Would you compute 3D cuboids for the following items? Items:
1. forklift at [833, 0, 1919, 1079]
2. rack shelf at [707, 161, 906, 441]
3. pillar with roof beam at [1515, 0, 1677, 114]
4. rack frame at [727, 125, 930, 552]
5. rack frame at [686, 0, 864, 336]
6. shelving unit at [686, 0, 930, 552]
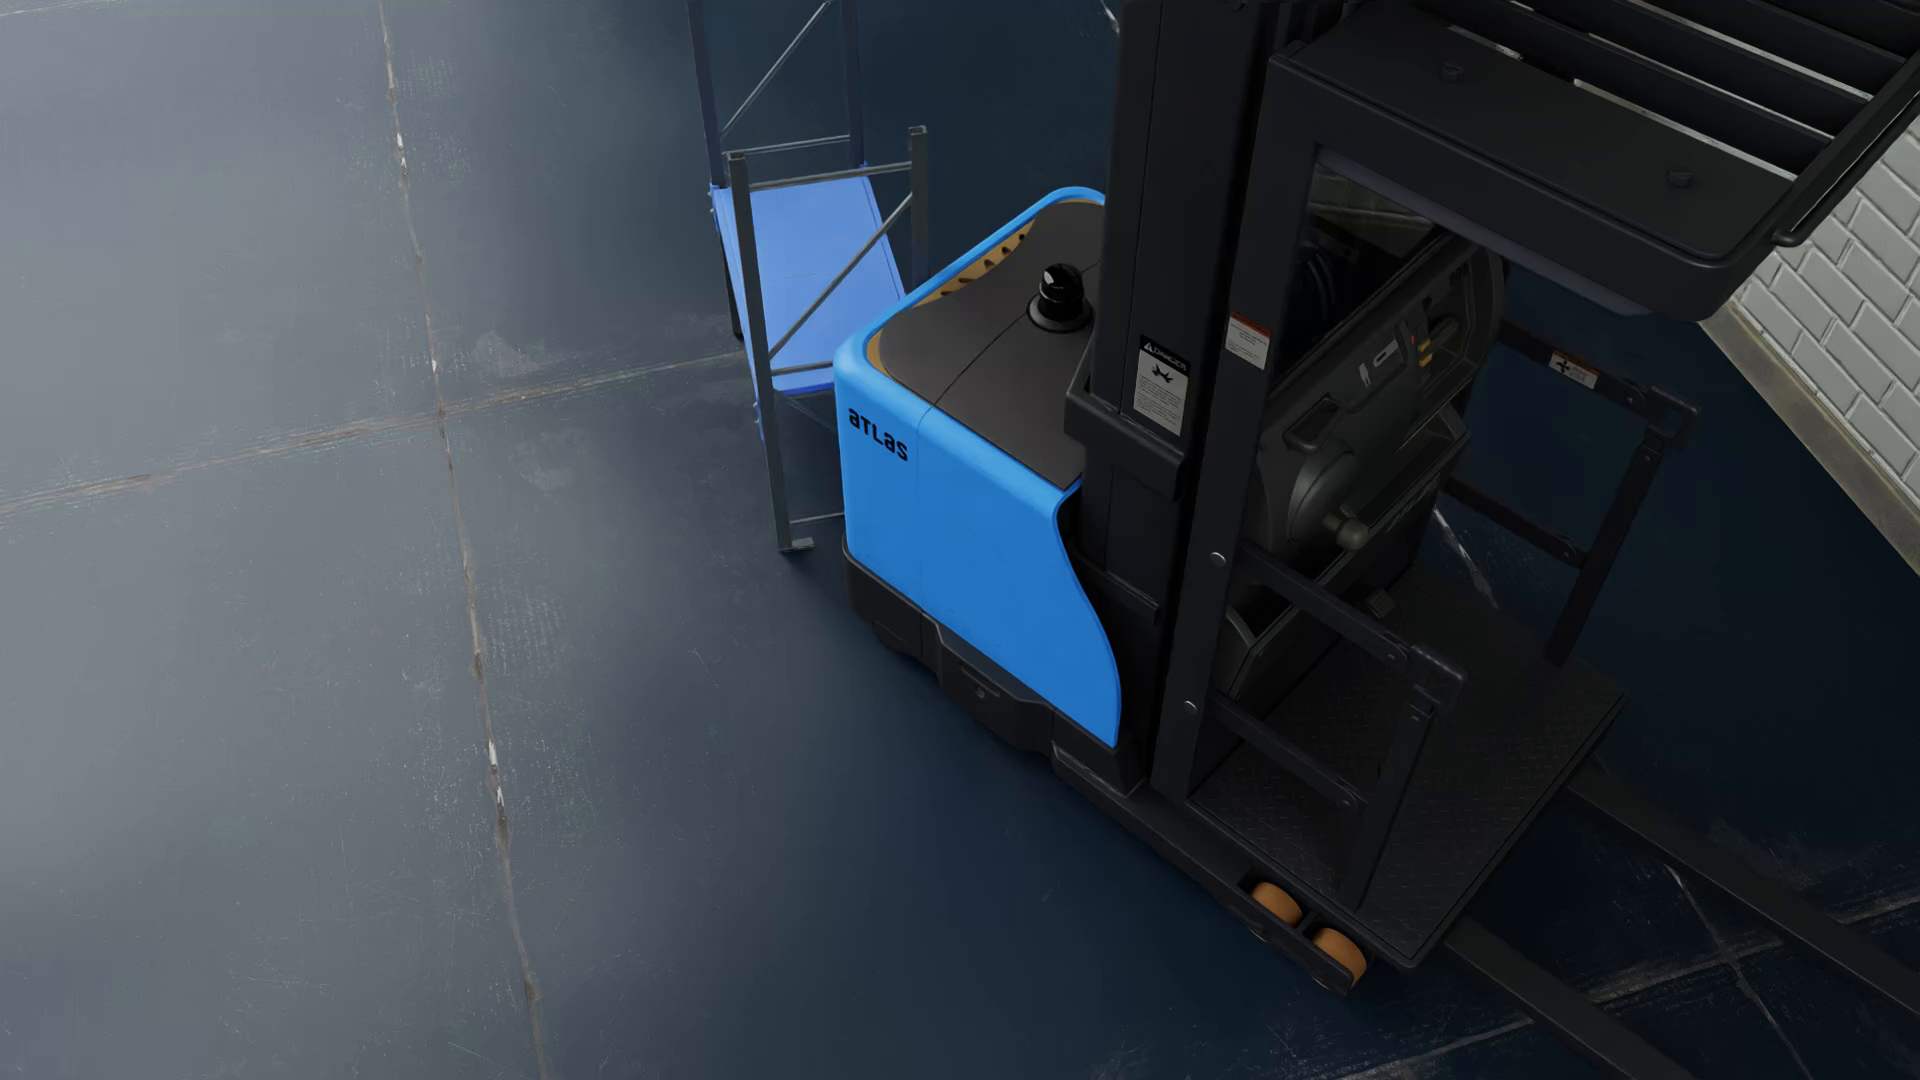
[{"bbox_3d":[1.082,-0.248,3.542,3.031,2.935,1.130,35,58,26],"label":"forklift"},{"bbox_3d":[-0.443,-0.763,5.148,0.538,0.185,1.000,-10,51,-8],"label":"rack shelf"},{"bbox_3d":[-1.862,-3.296,2.143,9.100,9.000,0.400,-13,51,-11],"label":"pillar with roof beam"},{"bbox_3d":[-0.328,-0.500,4.691,0.500,1.500,0.032,-10,51,-8],"label":"rack frame"},{"bbox_3d":[-0.558,-1.258,5.329,0.500,1.500,0.032,-10,51,-8],"label":"rack frame"},{"bbox_3d":[-0.443,-0.879,5.010,0.538,1.500,1.048,-10,51,-8],"label":"shelving unit"}]
